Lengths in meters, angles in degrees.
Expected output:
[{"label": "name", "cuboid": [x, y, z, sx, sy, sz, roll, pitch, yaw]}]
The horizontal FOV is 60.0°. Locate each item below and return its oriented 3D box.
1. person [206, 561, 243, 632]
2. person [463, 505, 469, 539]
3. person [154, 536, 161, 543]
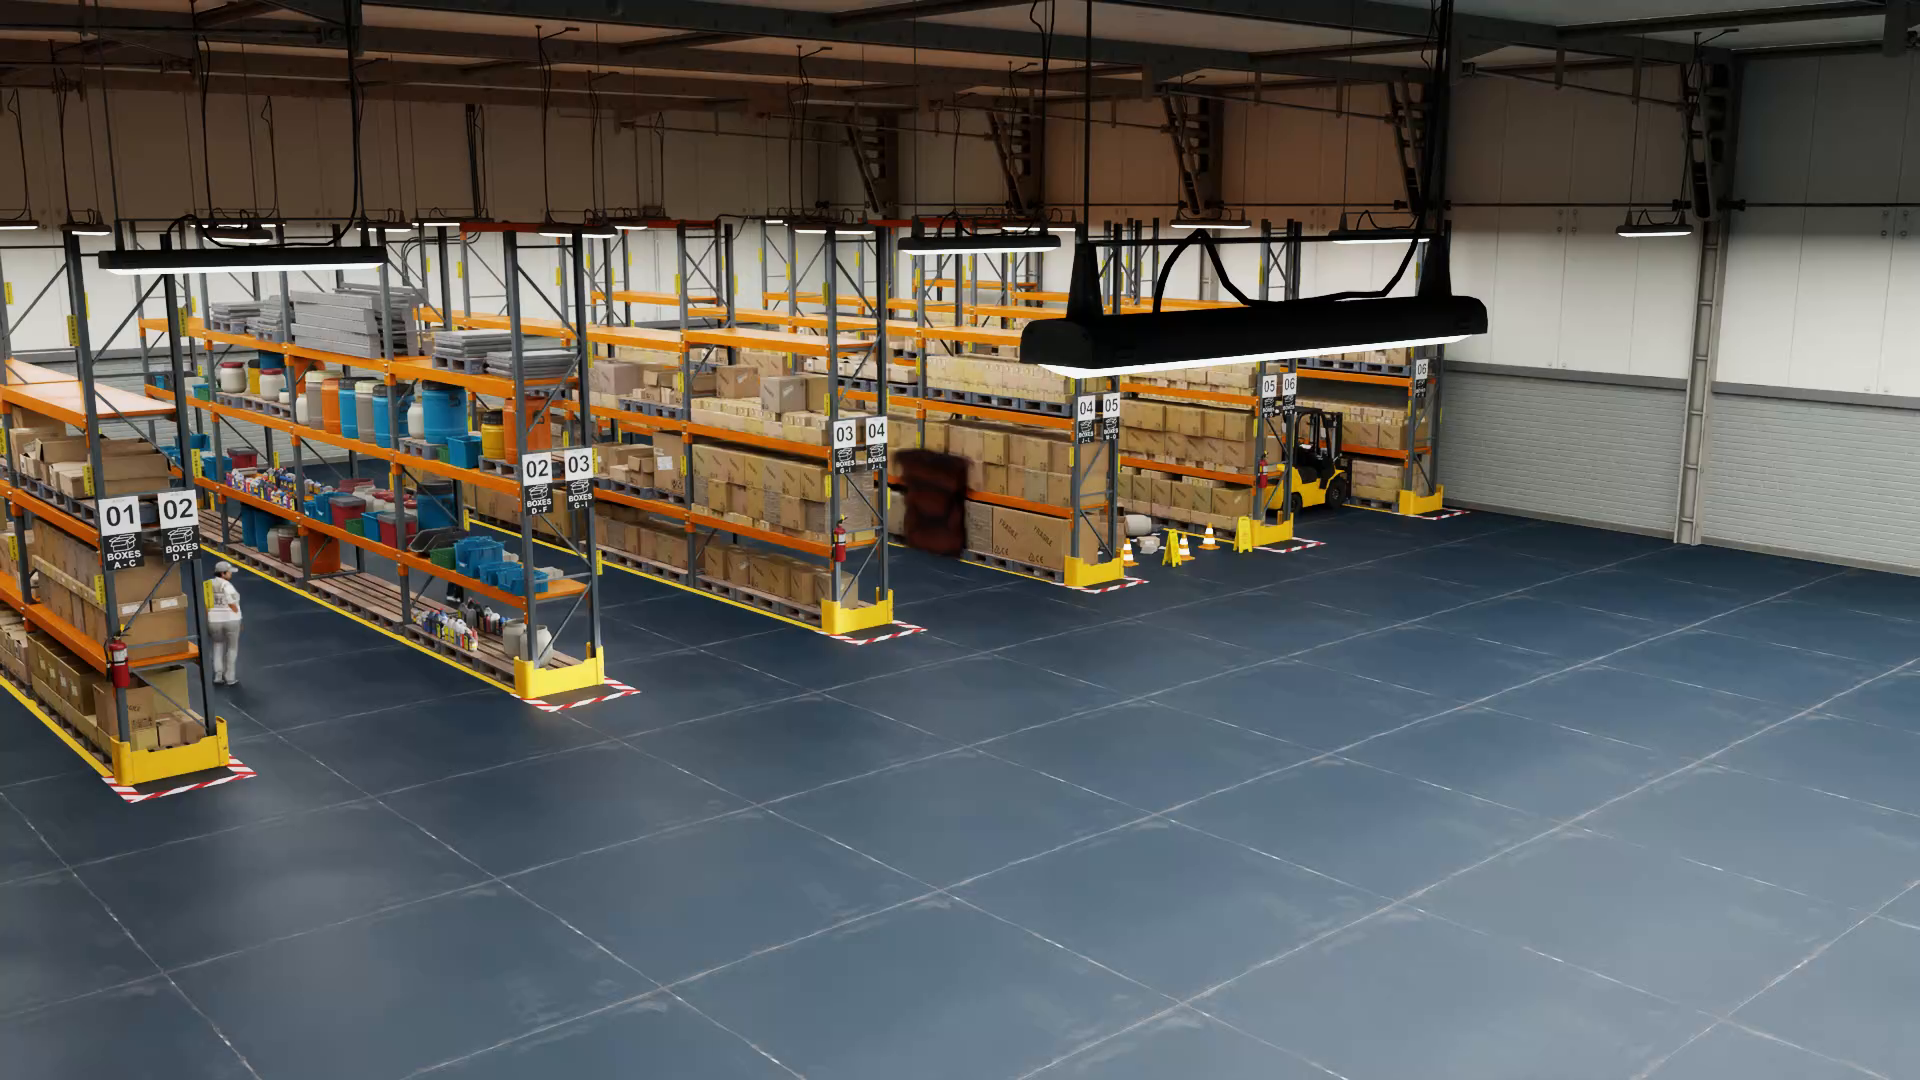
[{"label": "person", "cuboid": [-9.825, 0.754, 22.133, 0.498, 0.972, 0.404, -1, 11, -7]}, {"label": "person", "cuboid": [-8.052, -0.119, 26.696, 0.422, 0.940, 0.335, 10, 15, 39]}, {"label": "person", "cuboid": [-14.464, -0.452, 30.127, 0.392, 1.604, 0.443, 8, 14, 35]}]
